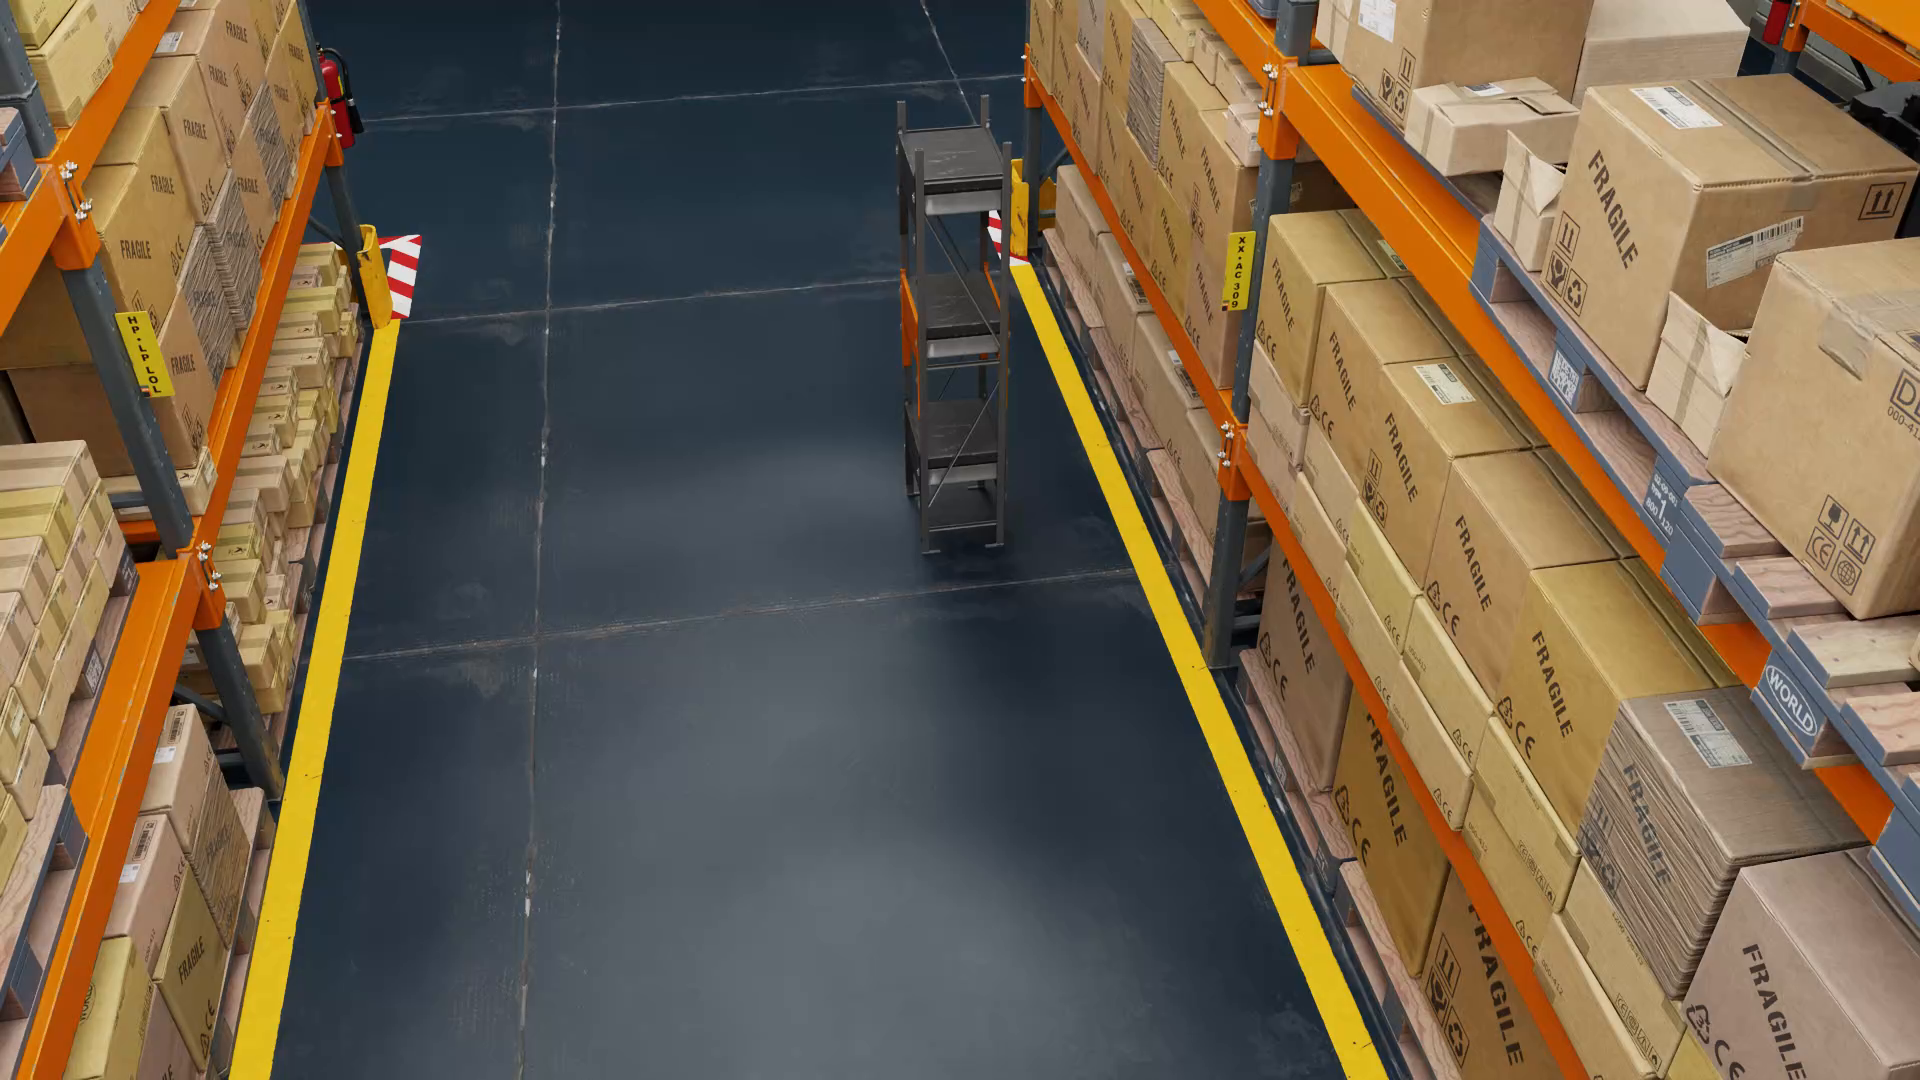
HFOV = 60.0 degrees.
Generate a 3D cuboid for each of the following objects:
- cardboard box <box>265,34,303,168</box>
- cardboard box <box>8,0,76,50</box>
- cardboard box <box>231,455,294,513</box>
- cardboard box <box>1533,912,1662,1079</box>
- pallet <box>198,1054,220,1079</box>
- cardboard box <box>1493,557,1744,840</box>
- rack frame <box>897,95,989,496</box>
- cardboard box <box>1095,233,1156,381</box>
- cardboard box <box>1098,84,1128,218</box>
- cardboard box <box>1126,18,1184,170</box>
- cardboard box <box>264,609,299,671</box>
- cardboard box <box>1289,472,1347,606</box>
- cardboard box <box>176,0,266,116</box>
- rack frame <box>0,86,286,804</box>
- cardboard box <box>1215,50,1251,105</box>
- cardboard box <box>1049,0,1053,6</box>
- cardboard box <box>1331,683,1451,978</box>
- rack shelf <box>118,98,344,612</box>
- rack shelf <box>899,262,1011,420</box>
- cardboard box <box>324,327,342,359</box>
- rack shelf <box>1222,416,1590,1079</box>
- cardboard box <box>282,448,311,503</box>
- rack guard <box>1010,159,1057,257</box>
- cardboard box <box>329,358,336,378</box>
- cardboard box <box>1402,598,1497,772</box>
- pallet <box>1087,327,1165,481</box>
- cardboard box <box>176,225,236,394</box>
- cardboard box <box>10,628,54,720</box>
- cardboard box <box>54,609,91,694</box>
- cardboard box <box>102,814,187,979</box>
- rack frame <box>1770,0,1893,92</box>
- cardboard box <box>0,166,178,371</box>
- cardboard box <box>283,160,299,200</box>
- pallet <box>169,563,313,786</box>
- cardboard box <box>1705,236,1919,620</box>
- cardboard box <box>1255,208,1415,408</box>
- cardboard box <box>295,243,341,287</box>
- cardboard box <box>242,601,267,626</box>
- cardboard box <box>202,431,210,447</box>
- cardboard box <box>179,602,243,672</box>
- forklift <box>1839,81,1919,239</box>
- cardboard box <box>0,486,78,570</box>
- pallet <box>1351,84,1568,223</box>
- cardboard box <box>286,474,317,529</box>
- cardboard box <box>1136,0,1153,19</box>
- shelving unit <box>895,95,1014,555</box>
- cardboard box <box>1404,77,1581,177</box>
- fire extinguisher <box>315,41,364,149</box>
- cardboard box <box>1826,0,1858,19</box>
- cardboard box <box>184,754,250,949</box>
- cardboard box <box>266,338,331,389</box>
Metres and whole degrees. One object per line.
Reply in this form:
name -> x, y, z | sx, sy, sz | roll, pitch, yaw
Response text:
cardboard box -> -3.551, -2.116, 8.105 | 0.500, 0.500, 0.500 | -7, 38, -9
cardboard box -> -3.115, -1.738, 5.211 | 0.500, 0.250, 0.500 | -5, 38, -6
cardboard box -> -3.239, -0.242, 7.512 | 0.380, 0.149, 0.250 | -5, 38, -7
cardboard box -> 1.841, 1.199, 4.284 | 0.500, 0.250, 0.500 | -6, 38, -7
pallet -> -2.912, 2.211, 5.132 | 1.003, 0.211, 1.213 | -6, 38, -8
cardboard box -> 1.763, 0.396, 4.299 | 0.500, 0.500, 0.500 | -6, 38, -8
rack frame -> -0.072, -1.077, 7.824 | 0.400, 2.100, 0.015 | -6, 38, -8
cardboard box -> 1.270, -1.322, 9.153 | 0.875, 0.438, 0.875 | -5, 38, -7
cardboard box -> 0.981, -1.914, 8.087 | 0.500, 0.500, 0.500 | -5, 38, -6
cardboard box -> 1.055, -1.995, 7.377 | 0.500, 0.500, 0.500 | -6, 38, -7
cardboard box -> -3.061, 0.446, 7.112 | 0.380, 0.149, 0.250 | -5, 38, -7
cardboard box -> 1.498, -0.026, 5.861 | 0.500, 0.250, 0.500 | -7, 38, -9
cardboard box -> -3.454, -2.197, 7.395 | 0.500, 0.500, 0.500 | -4, 38, -6
rack frame -> -3.267, -0.098, 5.832 | 1.000, 3.000, 0.127 | -6, 38, -8
cardboard box -> 1.248, -1.857, 6.670 | 0.380, 0.149, 0.250 | -6, 38, -8
cardboard box -> 0.691, -3.222, 8.955 | 0.500, 0.500, 0.500 | -7, 38, -9
cardboard box -> 1.942, 0.892, 5.946 | 0.875, 0.875, 0.875 | -5, 38, -7
rack shelf -> -3.618, -1.022, 7.607 | 1.077, 0.370, 4.000 | -6, 38, -8
rack shelf -> -0.029, -0.918, 7.643 | 0.431, 0.518, 0.480 | -6, 38, -8
cardboard box -> -3.502, -1.070, 8.821 | 0.380, 0.149, 0.250 | -8, 39, -10
rack shelf -> 1.939, 0.800, 5.261 | 1.077, 0.370, 4.000 | -6, 38, -8
cardboard box -> -3.278, -0.287, 7.813 | 0.380, 0.149, 0.250 | -7, 38, -8
rack guard -> 0.883, -2.135, 10.491 | 1.175, 0.500, 0.348 | -6, 38, -8
cardboard box -> -3.564, -0.946, 8.904 | 0.380, 0.149, 0.250 | -6, 38, -8
cardboard box -> 1.660, 0.391, 4.917 | 0.500, 0.250, 0.500 | -7, 38, -9
pallet -> 1.315, -0.797, 9.004 | 1.003, 0.211, 1.213 | -6, 38, -8
cardboard box -> -3.200, -0.880, 6.513 | 0.500, 0.500, 0.500 | -6, 38, -8
cardboard box -> -2.863, 0.410, 4.797 | 0.380, 0.149, 0.250 | -7, 38, -9
cardboard box -> -2.915, 0.361, 5.103 | 0.380, 0.149, 0.250 | -6, 38, -8
cardboard box -> -2.811, 1.161, 5.294 | 0.500, 0.250, 0.500 | -5, 38, -6
rack frame -> 5.773, -3.644, 10.395 | 1.000, 3.000, 0.127 | -6, 38, -8
cardboard box -> -3.106, -0.949, 5.787 | 0.500, 0.500, 0.500 | -5, 38, -7
cardboard box -> -3.500, -1.793, 8.218 | 0.380, 0.149, 0.250 | -5, 38, -7
pallet -> -3.420, 0.601, 7.204 | 1.003, 0.211, 1.213 | -6, 38, -8
cardboard box -> 1.929, -0.243, 3.149 | 0.700, 0.500, 0.500 | -8, 39, -10
cardboard box -> 1.383, -0.830, 5.876 | 0.500, 0.500, 0.500 | -6, 38, -7
cardboard box -> -3.626, -1.497, 9.128 | 0.380, 0.149, 0.250 | -6, 38, -7
cardboard box -> -3.148, 0.348, 6.997 | 0.380, 0.149, 0.250 | -6, 38, -8
cardboard box -> -3.113, -0.354, 6.365 | 0.380, 0.149, 0.250 | -5, 38, -7
cardboard box -> -3.124, 0.396, 6.691 | 0.380, 0.149, 0.250 | -5, 38, -6
forklift -> 3.397, 0.048, 5.699 | 1.130, 2.935, 3.031 | -5, 38, -7
cardboard box -> -2.957, -0.016, 5.103 | 0.380, 0.149, 0.250 | -7, 38, -9
pallet -> 1.798, -1.252, 5.028 | 0.805, 0.209, 1.217 | -8, 39, -10
cardboard box -> -3.282, -0.172, 7.908 | 0.380, 0.149, 0.250 | -7, 38, -9
cardboard box -> 1.001, -2.460, 7.446 | 0.380, 0.149, 0.250 | -6, 38, -8
shelving unit -> -0.029, -0.929, 7.634 | 0.431, 2.100, 0.503 | -6, 38, -8
cardboard box -> 1.466, -1.148, 4.586 | 0.380, 0.166, 0.250 | -9, 39, -11
fire extinguisher -> -3.558, -2.538, 9.339 | 0.296, 0.674, 0.183 | -6, 38, -8
cardboard box -> 5.561, -3.317, 10.179 | 0.380, 0.149, 0.250 | -7, 38, -8
cardboard box -> -2.889, 1.143, 5.929 | 0.500, 0.500, 0.500 | -7, 38, -9
cardboard box -> -3.383, -0.877, 8.330 | 0.380, 0.149, 0.250 | -5, 38, -6
